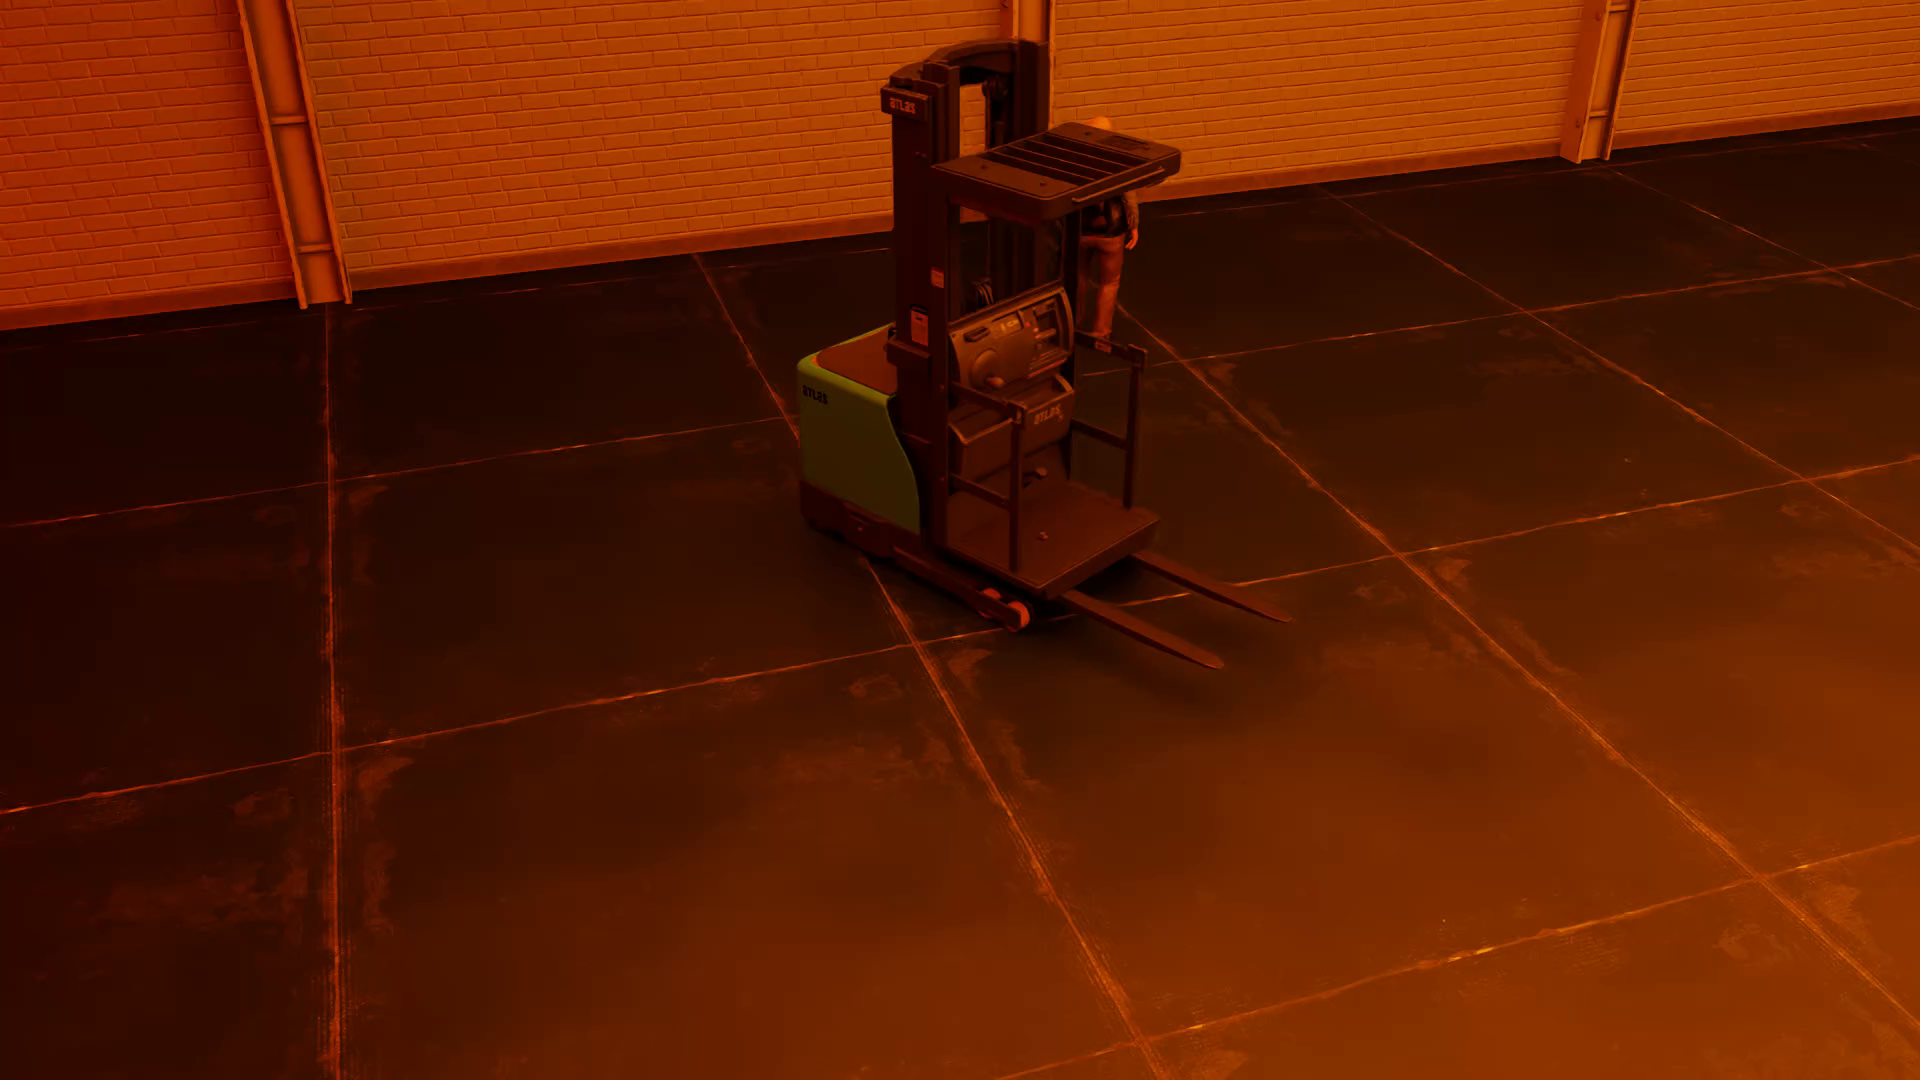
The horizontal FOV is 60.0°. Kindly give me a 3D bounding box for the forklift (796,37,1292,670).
[{"bbox_3d":[0.443,-1.061,8.931,3.031,2.935,1.130,25,38,37],"label":"forklift"}]

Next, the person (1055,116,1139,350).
[{"bbox_3d":[1.034,-2.280,12.328,0.617,1.758,0.551,11,32,18],"label":"person"}]
